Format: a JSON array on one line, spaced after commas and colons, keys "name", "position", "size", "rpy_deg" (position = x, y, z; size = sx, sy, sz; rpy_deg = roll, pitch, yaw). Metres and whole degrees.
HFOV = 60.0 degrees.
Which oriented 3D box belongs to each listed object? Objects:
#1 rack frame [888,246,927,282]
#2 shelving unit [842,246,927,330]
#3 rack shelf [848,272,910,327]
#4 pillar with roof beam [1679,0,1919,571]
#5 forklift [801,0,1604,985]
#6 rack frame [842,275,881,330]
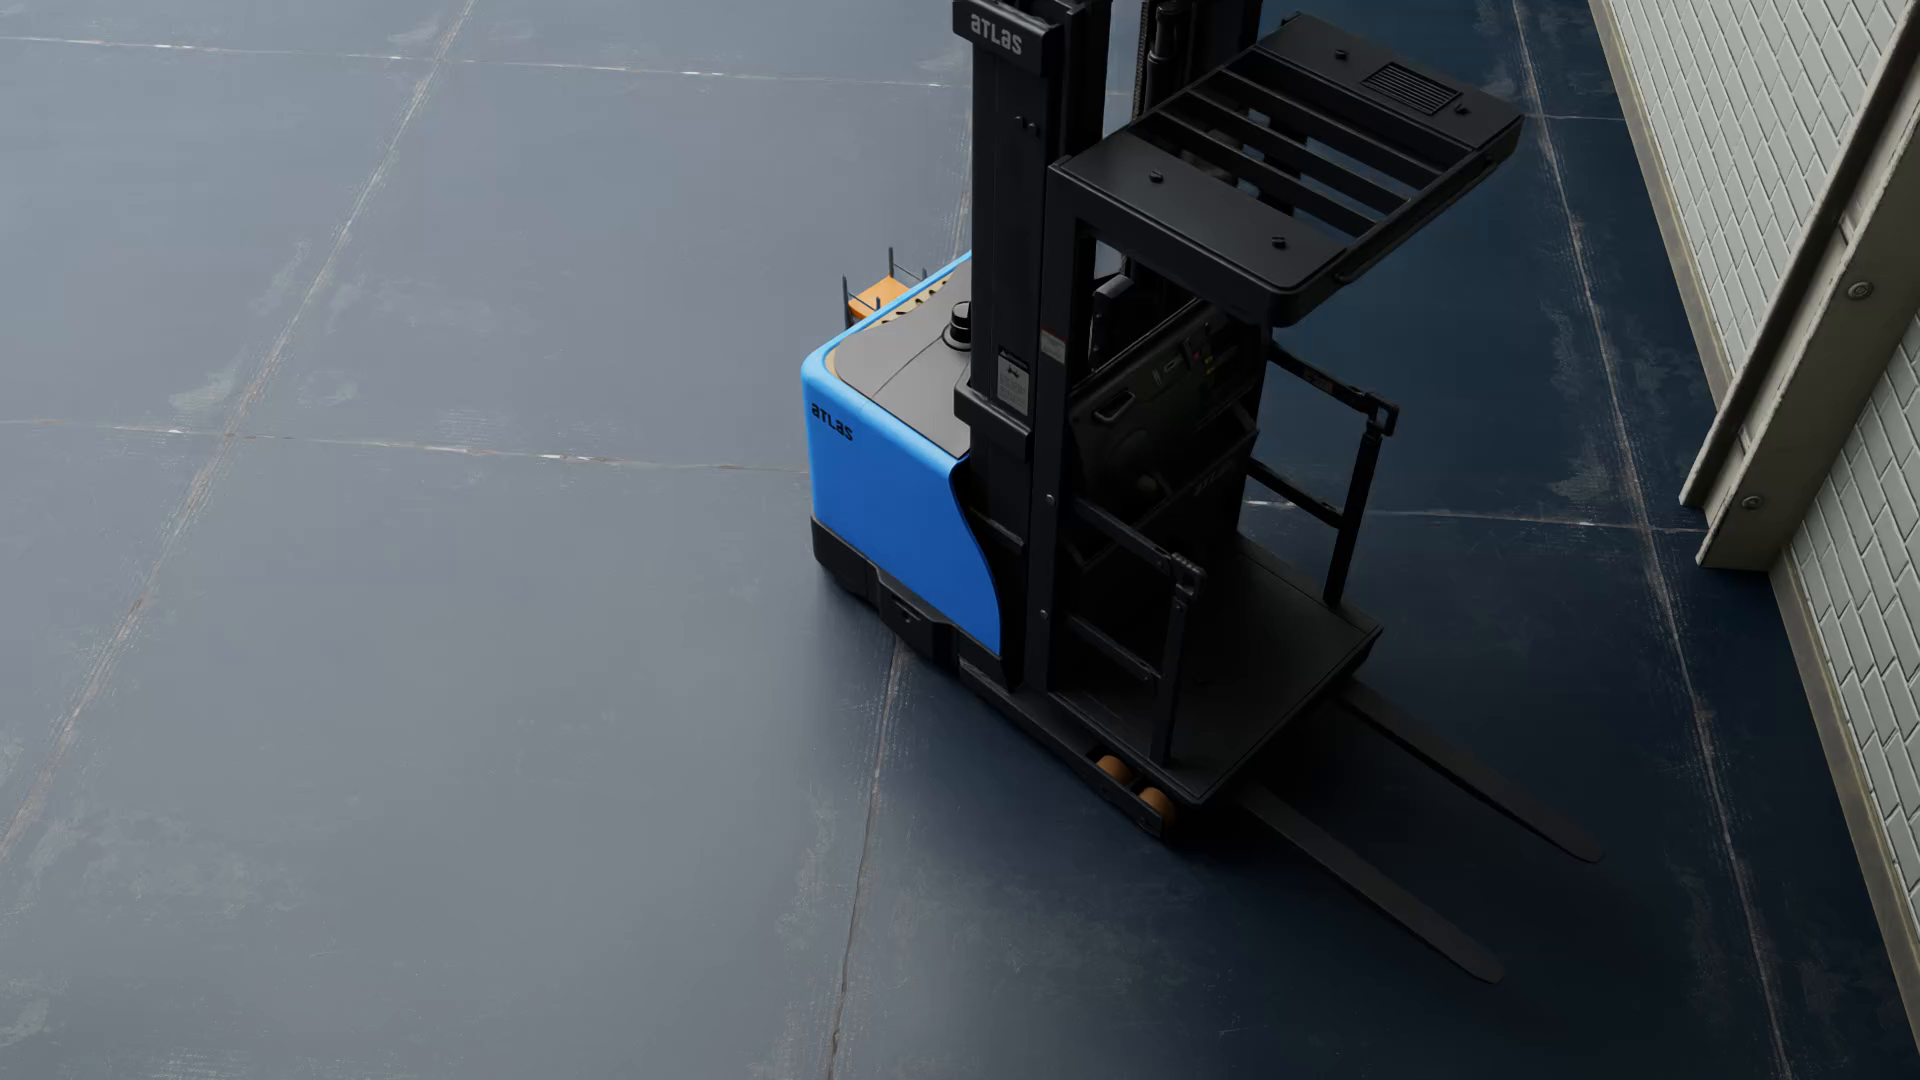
[{"name": "rack frame", "position": [-0.201, -0.722, 6.725], "size": [0.200, 1.050, 0.008], "rpy_deg": [36, 57, 28]}, {"name": "shelving unit", "position": [-0.286, -0.658, 6.666], "size": [0.215, 1.050, 0.252], "rpy_deg": [36, 57, 28]}, {"name": "rack shelf", "position": [-0.286, -0.842, 6.464], "size": [0.215, 0.259, 0.240], "rpy_deg": [36, 57, 28]}, {"name": "pillar with roof beam", "position": [-1.151, -3.356, 3.747], "size": [9.100, 9.000, 0.400], "rpy_deg": [4, 48, 4]}, {"name": "forklift", "position": [0.823, -0.400, 5.155], "size": [3.031, 2.935, 1.130], "rpy_deg": [36, 57, 28]}, {"name": "rack frame", "position": [-0.370, -0.593, 6.607], "size": [0.200, 1.050, 0.008], "rpy_deg": [36, 57, 28]}]
